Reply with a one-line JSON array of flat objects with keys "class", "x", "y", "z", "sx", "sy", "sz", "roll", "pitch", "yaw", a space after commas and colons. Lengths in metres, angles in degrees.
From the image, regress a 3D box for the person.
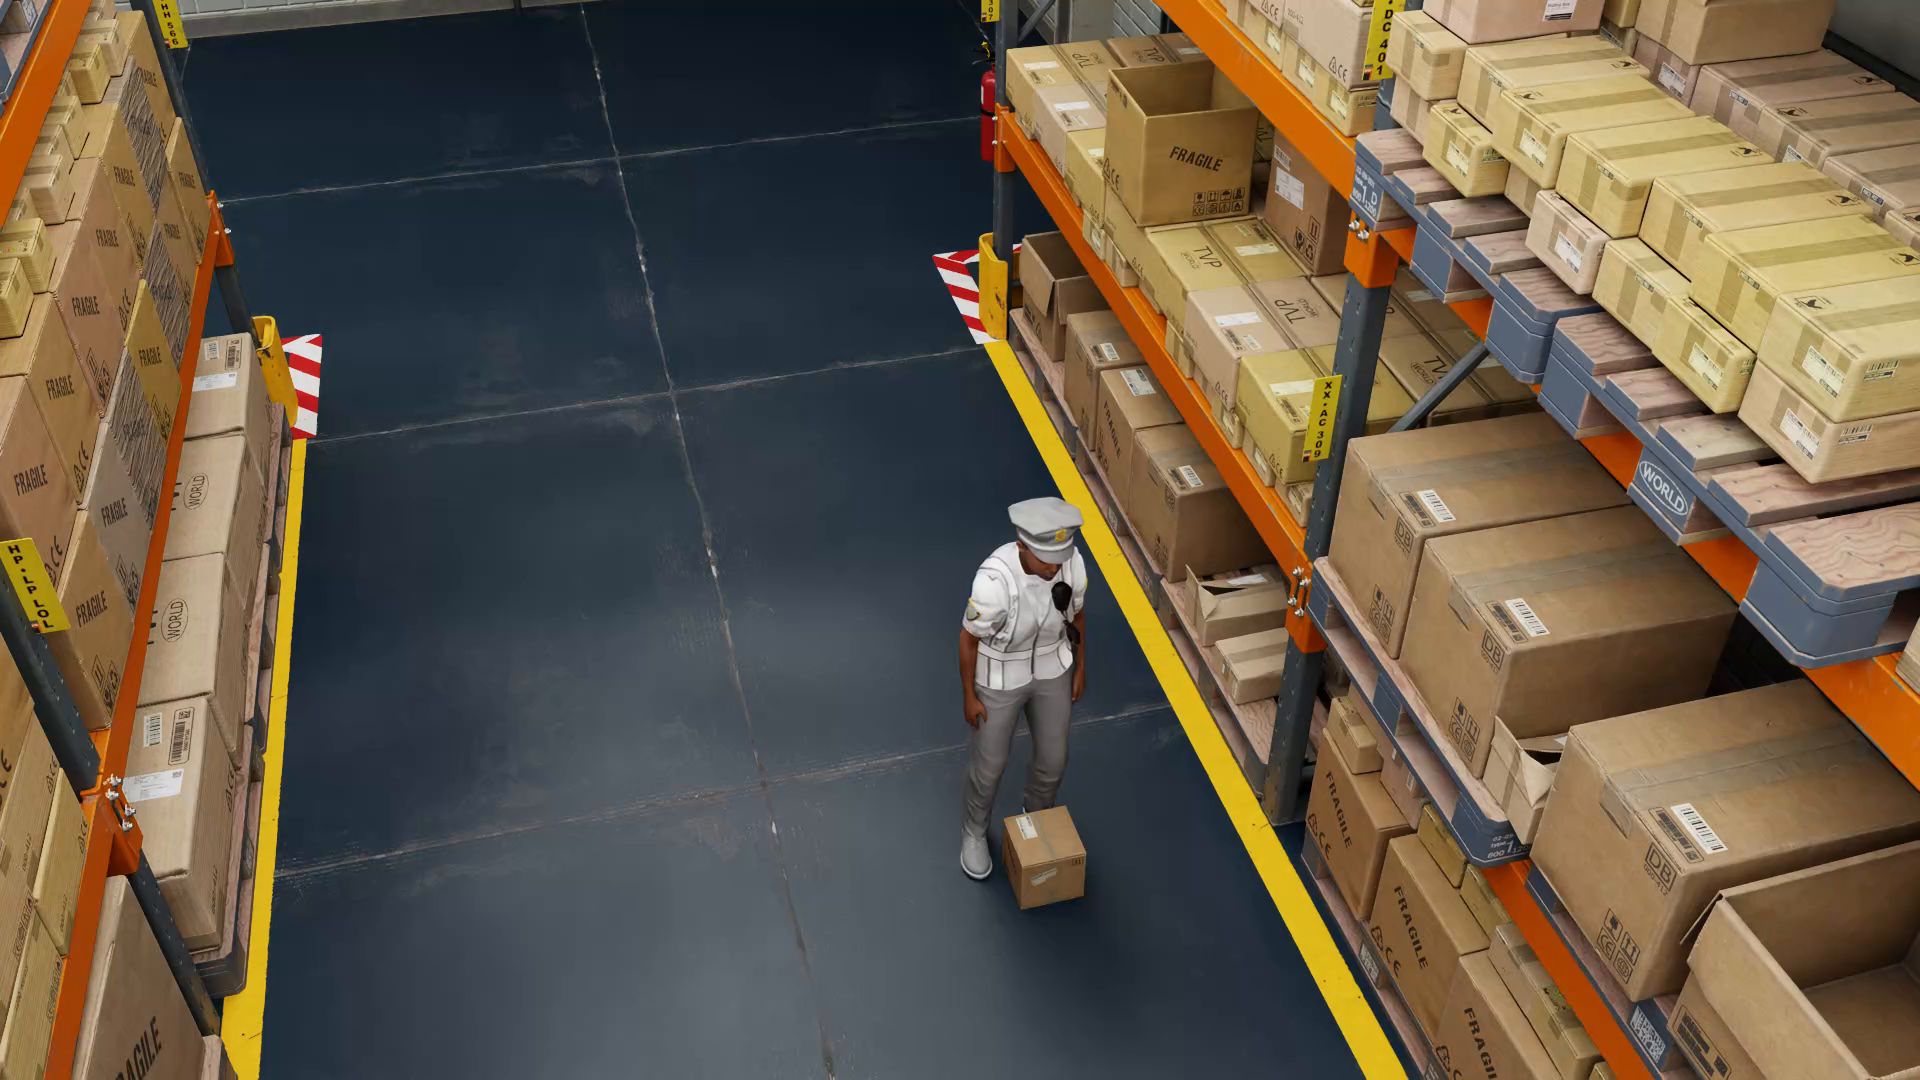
[{"class": "person", "x": 0.223, "y": 0.519, "z": 6.061, "sx": 0.524, "sy": 1.658, "sz": 0.395, "roll": -13, "pitch": 40, "yaw": -16}]
